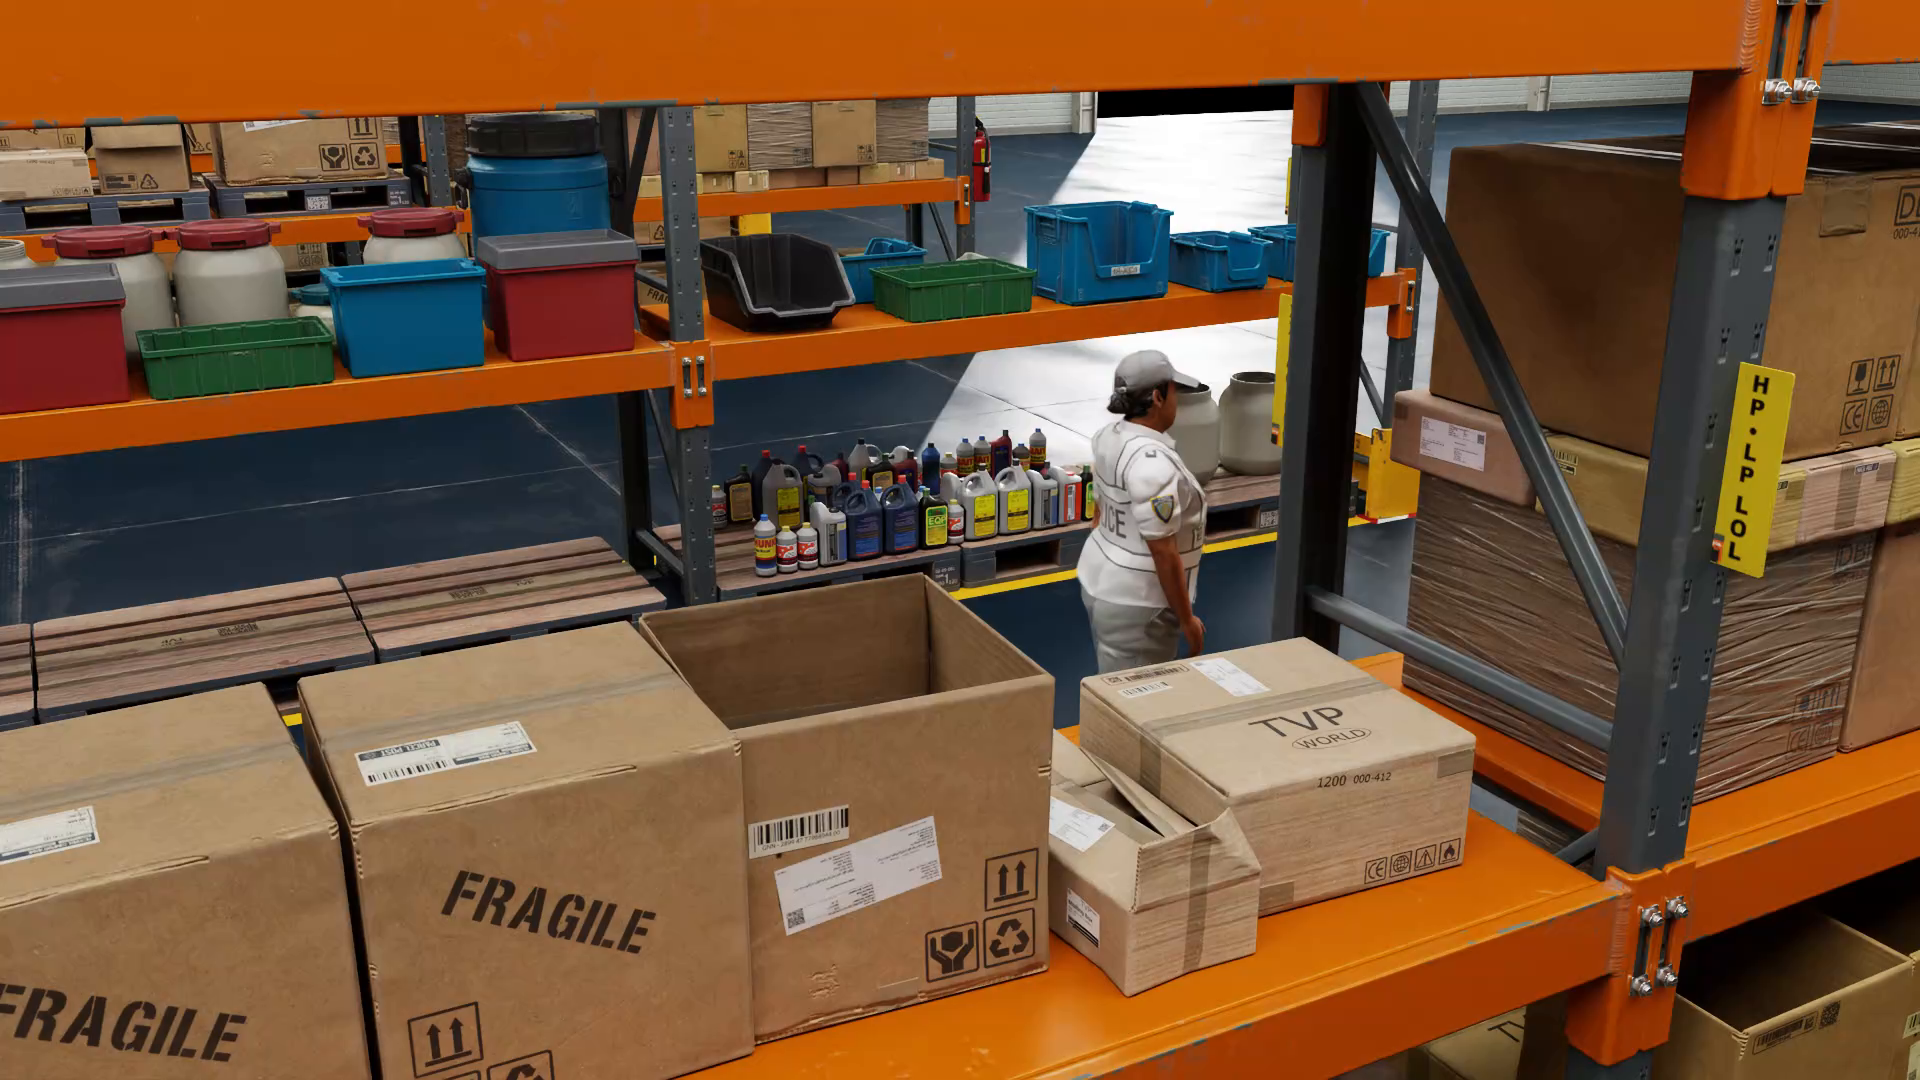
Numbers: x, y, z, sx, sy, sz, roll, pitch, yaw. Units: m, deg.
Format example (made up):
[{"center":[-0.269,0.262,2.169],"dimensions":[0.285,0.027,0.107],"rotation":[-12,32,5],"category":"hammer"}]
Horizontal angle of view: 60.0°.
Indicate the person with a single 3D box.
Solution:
[{"center":[0.565,0.221,5.379],"dimensions":[0.438,1.669,0.658],"rotation":[-3,19,-10],"category":"person"}]
